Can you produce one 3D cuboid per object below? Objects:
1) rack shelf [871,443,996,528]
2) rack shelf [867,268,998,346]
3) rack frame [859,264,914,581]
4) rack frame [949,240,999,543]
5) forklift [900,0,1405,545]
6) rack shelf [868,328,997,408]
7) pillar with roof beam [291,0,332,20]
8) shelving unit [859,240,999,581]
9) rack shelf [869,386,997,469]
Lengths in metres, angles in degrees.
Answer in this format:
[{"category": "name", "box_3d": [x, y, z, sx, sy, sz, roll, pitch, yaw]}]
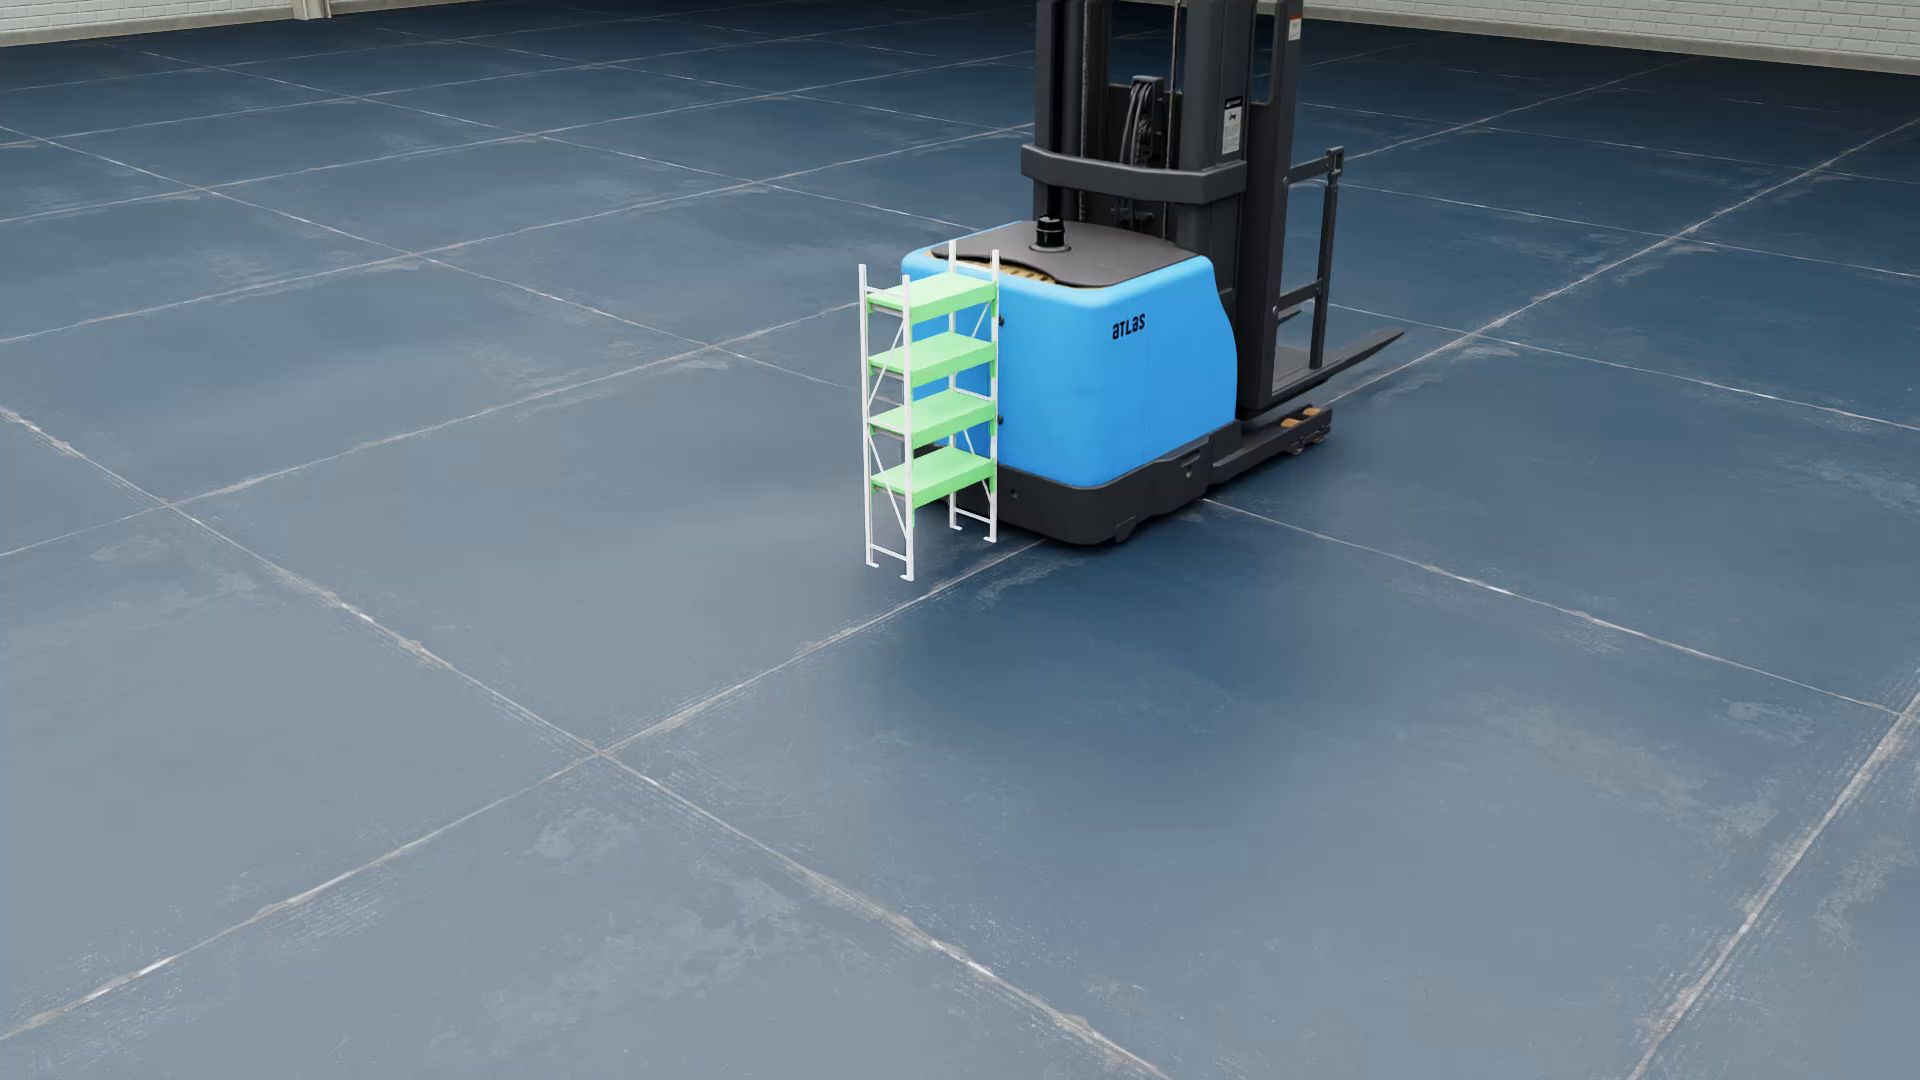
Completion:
[{"category": "rack shelf", "box_3d": [-0.110, -0.220, 6.516, 0.258, 0.148, 0.480, 20, 31, 38]}, {"category": "rack shelf", "box_3d": [-0.110, -0.877, 6.222, 0.258, 0.148, 0.480, 20, 31, 38]}, {"category": "rack frame", "box_3d": [-0.273, -0.423, 6.226, 0.240, 1.200, 0.015, 20, 31, 38]}, {"category": "rack frame", "box_3d": [0.052, -0.571, 6.558, 0.240, 1.200, 0.015, 20, 31, 38]}, {"category": "forklift", "box_3d": [1.083, -1.845, 7.283, 1.130, 2.935, 3.031, 19, 30, 36]}, {"category": "rack shelf", "box_3d": [-0.110, -0.658, 6.320, 0.258, 0.148, 0.480, 20, 31, 38]}, {"category": "pillar with roof beam", "box_3d": [-5.562, -10.002, 18.059, 9.100, 9.000, 0.400, 20, 31, 38]}, {"category": "shelving unit", "box_3d": [-0.110, -0.497, 6.392, 0.258, 1.200, 0.503, 20, 31, 38]}, {"category": "rack shelf", "box_3d": [-0.110, -0.439, 6.418, 0.258, 0.148, 0.480, 20, 31, 38]}]
